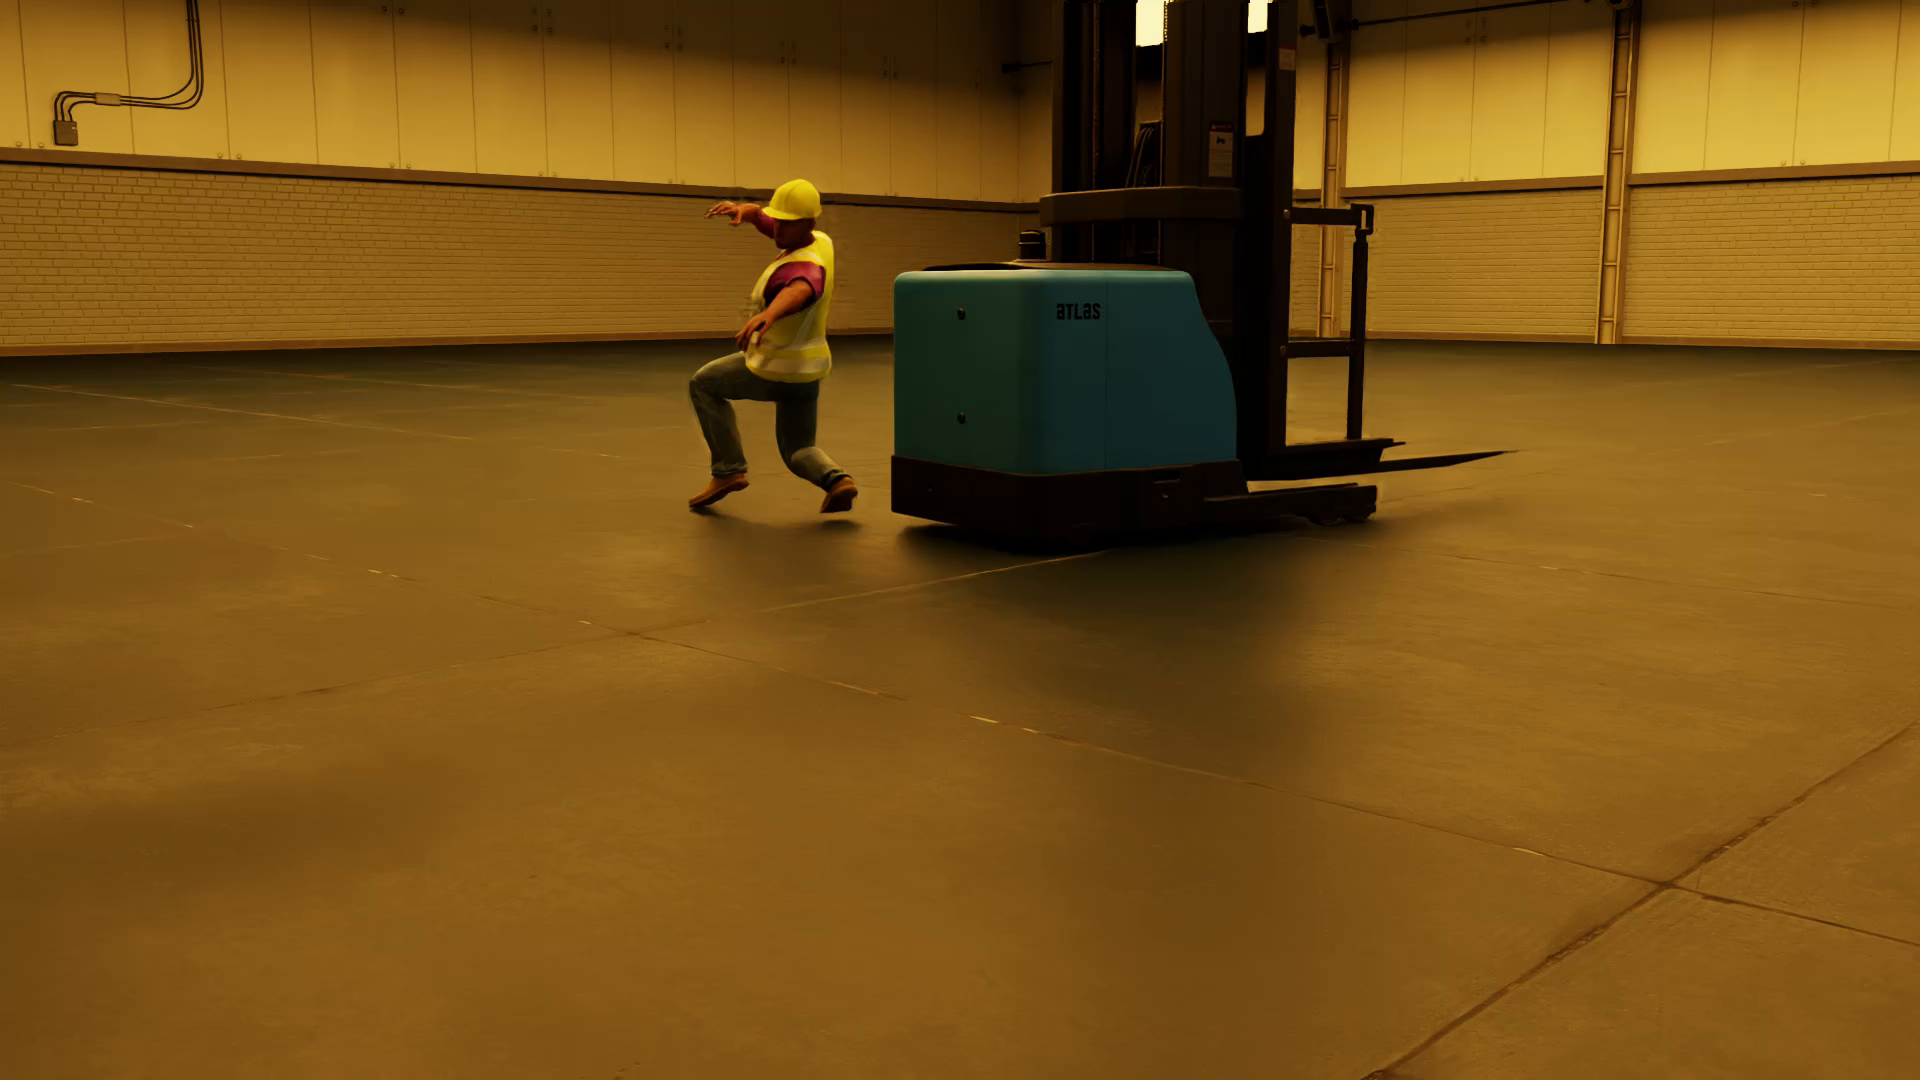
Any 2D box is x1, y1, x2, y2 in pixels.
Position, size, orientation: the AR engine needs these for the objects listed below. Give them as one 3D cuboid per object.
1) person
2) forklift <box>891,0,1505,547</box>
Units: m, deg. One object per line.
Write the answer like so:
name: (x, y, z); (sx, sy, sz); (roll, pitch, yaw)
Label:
person: (-0.942, -0.809, 7.149); (0.958, 1.465, 1.002); (5, 10, 30)
forklift: (1.210, -1.570, 7.299); (3.031, 2.935, 1.130); (-6, 10, -34)
